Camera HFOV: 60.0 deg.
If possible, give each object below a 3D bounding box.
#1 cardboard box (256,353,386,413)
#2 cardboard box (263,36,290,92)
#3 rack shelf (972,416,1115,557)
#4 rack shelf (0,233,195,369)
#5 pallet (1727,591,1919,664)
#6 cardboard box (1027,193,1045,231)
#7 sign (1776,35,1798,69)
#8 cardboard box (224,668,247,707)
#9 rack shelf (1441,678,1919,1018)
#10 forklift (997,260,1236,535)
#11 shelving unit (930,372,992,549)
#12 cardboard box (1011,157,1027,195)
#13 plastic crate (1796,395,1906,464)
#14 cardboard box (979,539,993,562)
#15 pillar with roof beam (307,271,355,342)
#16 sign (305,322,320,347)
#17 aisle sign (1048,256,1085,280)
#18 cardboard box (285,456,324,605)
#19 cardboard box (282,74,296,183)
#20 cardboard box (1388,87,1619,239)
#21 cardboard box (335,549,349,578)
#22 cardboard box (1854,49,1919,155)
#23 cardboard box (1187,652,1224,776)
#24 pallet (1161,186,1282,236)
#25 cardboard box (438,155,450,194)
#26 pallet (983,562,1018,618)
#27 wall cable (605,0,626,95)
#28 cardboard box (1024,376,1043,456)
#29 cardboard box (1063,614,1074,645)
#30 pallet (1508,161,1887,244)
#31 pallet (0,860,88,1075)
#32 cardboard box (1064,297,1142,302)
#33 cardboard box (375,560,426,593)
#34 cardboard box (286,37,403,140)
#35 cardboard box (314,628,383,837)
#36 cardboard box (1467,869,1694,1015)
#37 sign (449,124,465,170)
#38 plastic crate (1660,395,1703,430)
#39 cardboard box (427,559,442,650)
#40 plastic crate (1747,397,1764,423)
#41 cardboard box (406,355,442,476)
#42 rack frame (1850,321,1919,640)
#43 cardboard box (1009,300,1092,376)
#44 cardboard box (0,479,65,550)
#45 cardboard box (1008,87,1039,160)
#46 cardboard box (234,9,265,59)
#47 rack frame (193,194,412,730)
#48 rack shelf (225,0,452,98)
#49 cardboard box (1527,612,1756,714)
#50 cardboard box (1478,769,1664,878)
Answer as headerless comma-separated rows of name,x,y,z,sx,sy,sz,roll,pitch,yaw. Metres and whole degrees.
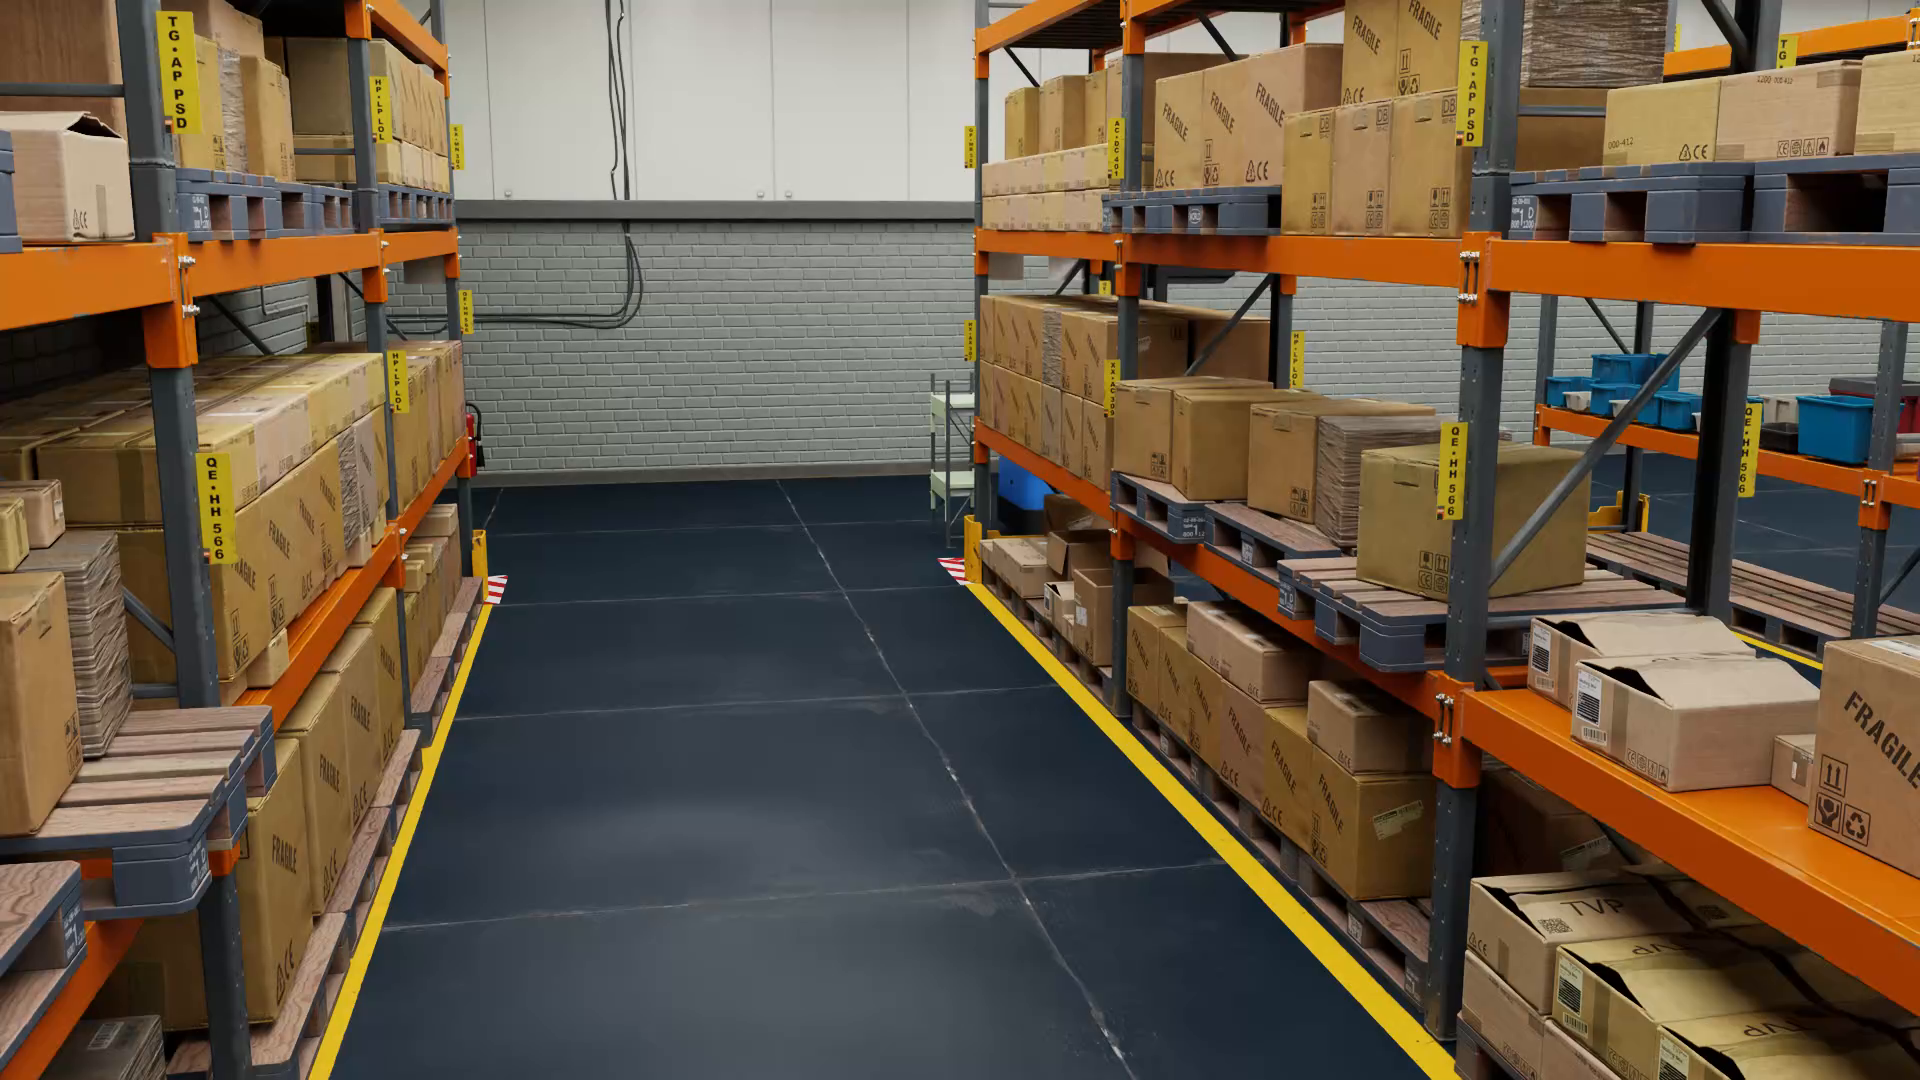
cardboard box,-3.122,-0.769,8.148,0.500,0.250,0.500,-2,11,-10
cardboard box,-3.828,-2.416,8.901,0.500,0.500,0.500,-2,11,-11
rack shelf,1.006,-0.466,11.602,1.077,0.370,4.000,-2,11,-11
rack shelf,-2.296,-0.292,2.663,1.077,0.370,4.000,-2,11,-11
pallet,6.073,0.604,11.513,1.003,0.211,1.213,-2,11,-11
cardboard box,0.755,-2.208,11.206,0.500,0.250,0.500,-2,11,-11
sign,2.719,-1.505,5.516,0.100,0.325,0.005,-2,11,-11
cardboard box,-2.563,0.460,5.431,0.380,0.149,0.250,-2,11,-10
rack shelf,2.562,1.001,3.894,1.077,0.370,4.000,-2,11,-11
forklift,1.930,-1.560,15.605,3.031,2.935,1.130,-3,11,-13
shelving unit,0.001,-0.736,15.103,0.431,1.500,0.755,-2,11,-11
cardboard box,0.656,-2.545,11.641,0.500,0.250,0.500,-2,11,-11
plastic crate,5.829,-0.727,10.931,0.392,0.384,0.575,-2,11,-11
cardboard box,0.361,0.087,13.219,0.380,0.149,0.250,-2,11,-11
pillar with roof beam,-1.392,-4.573,15.210,9.100,9.000,0.400,-2,11,-11
sign,-4.787,-1.451,12.324,0.100,0.325,0.005,-2,11,-11
aisle sign,0.904,-2.487,13.344,0.394,0.787,0.004,-2,11,-11
cardboard box,-2.717,-0.030,6.266,0.500,0.500,0.500,-2,11,-11
cardboard box,-3.400,-1.846,7.458,0.700,0.500,0.500,-3,11,-14
cardboard box,2.055,-1.321,5.878,0.910,0.500,0.500,-2,11,-11
cardboard box,-2.950,0.081,7.419,0.380,0.149,0.250,-2,11,-11
cardboard box,2.536,-1.044,3.966,0.500,0.250,0.500,-2,11,-12
cardboard box,1.455,0.846,8.293,0.500,0.500,0.500,-2,11,-10
pallet,1.658,-1.522,7.705,1.213,0.211,1.003,-2,11,-11
cardboard box,-3.839,-2.536,11.542,0.500,0.250,0.500,-2,11,-9
pallet,0.788,0.343,12.882,1.003,0.211,1.213,-2,11,-11
wall cable,-2.337,-6.057,17.805,3.097,2.526,0.112,-2,11,-11
cardboard box,0.741,-0.867,11.513,0.500,0.500,0.500,-2,11,-10
cardboard box,0.874,0.571,10.678,0.380,0.149,0.250,-2,11,-11
pallet,2.393,-0.979,4.854,1.213,0.211,1.003,-2,11,-8
pallet,-2.260,0.917,2.922,1.003,0.211,1.213,-2,11,-11
cardboard box,1.072,-1.563,12.497,0.500,0.500,0.500,-2,11,-9
cardboard box,-3.396,0.220,9.897,0.380,0.149,0.250,-2,11,-9
cardboard box,-3.327,-2.437,9.013,0.500,0.500,0.500,-2,11,-12
cardboard box,-3.034,0.855,7.362,0.750,0.750,0.750,-2,11,-9
cardboard box,1.987,1.256,5.358,0.500,0.311,0.500,-2,11,-9
sign,-3.706,-2.893,12.247,0.100,0.325,0.005,-2,11,-11
plastic crate,5.516,-0.960,12.557,0.416,0.233,0.300,-2,11,-11
cardboard box,-3.700,0.422,10.572,0.700,0.500,0.500,-2,11,-10
plastic crate,6.128,-0.946,12.485,0.416,0.233,0.300,-2,11,-11
cardboard box,-3.841,-0.787,10.559,0.980,0.700,0.700,-3,11,-14
rack frame,6.255,-0.633,10.551,1.000,3.000,0.127,-2,11,-11
cardboard box,0.646,-1.448,11.896,0.500,0.500,0.500,-2,11,-10
cardboard box,-2.589,-0.060,4.366,0.380,0.149,0.250,-4,11,-18
cardboard box,0.747,-3.012,12.089,0.700,0.500,0.500,-2,11,-11
cardboard box,-3.421,-2.213,7.384,0.500,0.250,0.500,-1,11,-7
rack frame,-3.463,-0.272,8.658,1.000,3.000,0.127,-2,11,-11
rack shelf,-3.852,-3.036,10.129,1.077,0.370,4.000,-2,11,-11
cardboard box,2.201,0.393,5.403,0.500,0.311,0.500,-1,11,-7
cardboard box,2.365,1.199,6.439,0.500,0.500,0.500,-2,11,-9
